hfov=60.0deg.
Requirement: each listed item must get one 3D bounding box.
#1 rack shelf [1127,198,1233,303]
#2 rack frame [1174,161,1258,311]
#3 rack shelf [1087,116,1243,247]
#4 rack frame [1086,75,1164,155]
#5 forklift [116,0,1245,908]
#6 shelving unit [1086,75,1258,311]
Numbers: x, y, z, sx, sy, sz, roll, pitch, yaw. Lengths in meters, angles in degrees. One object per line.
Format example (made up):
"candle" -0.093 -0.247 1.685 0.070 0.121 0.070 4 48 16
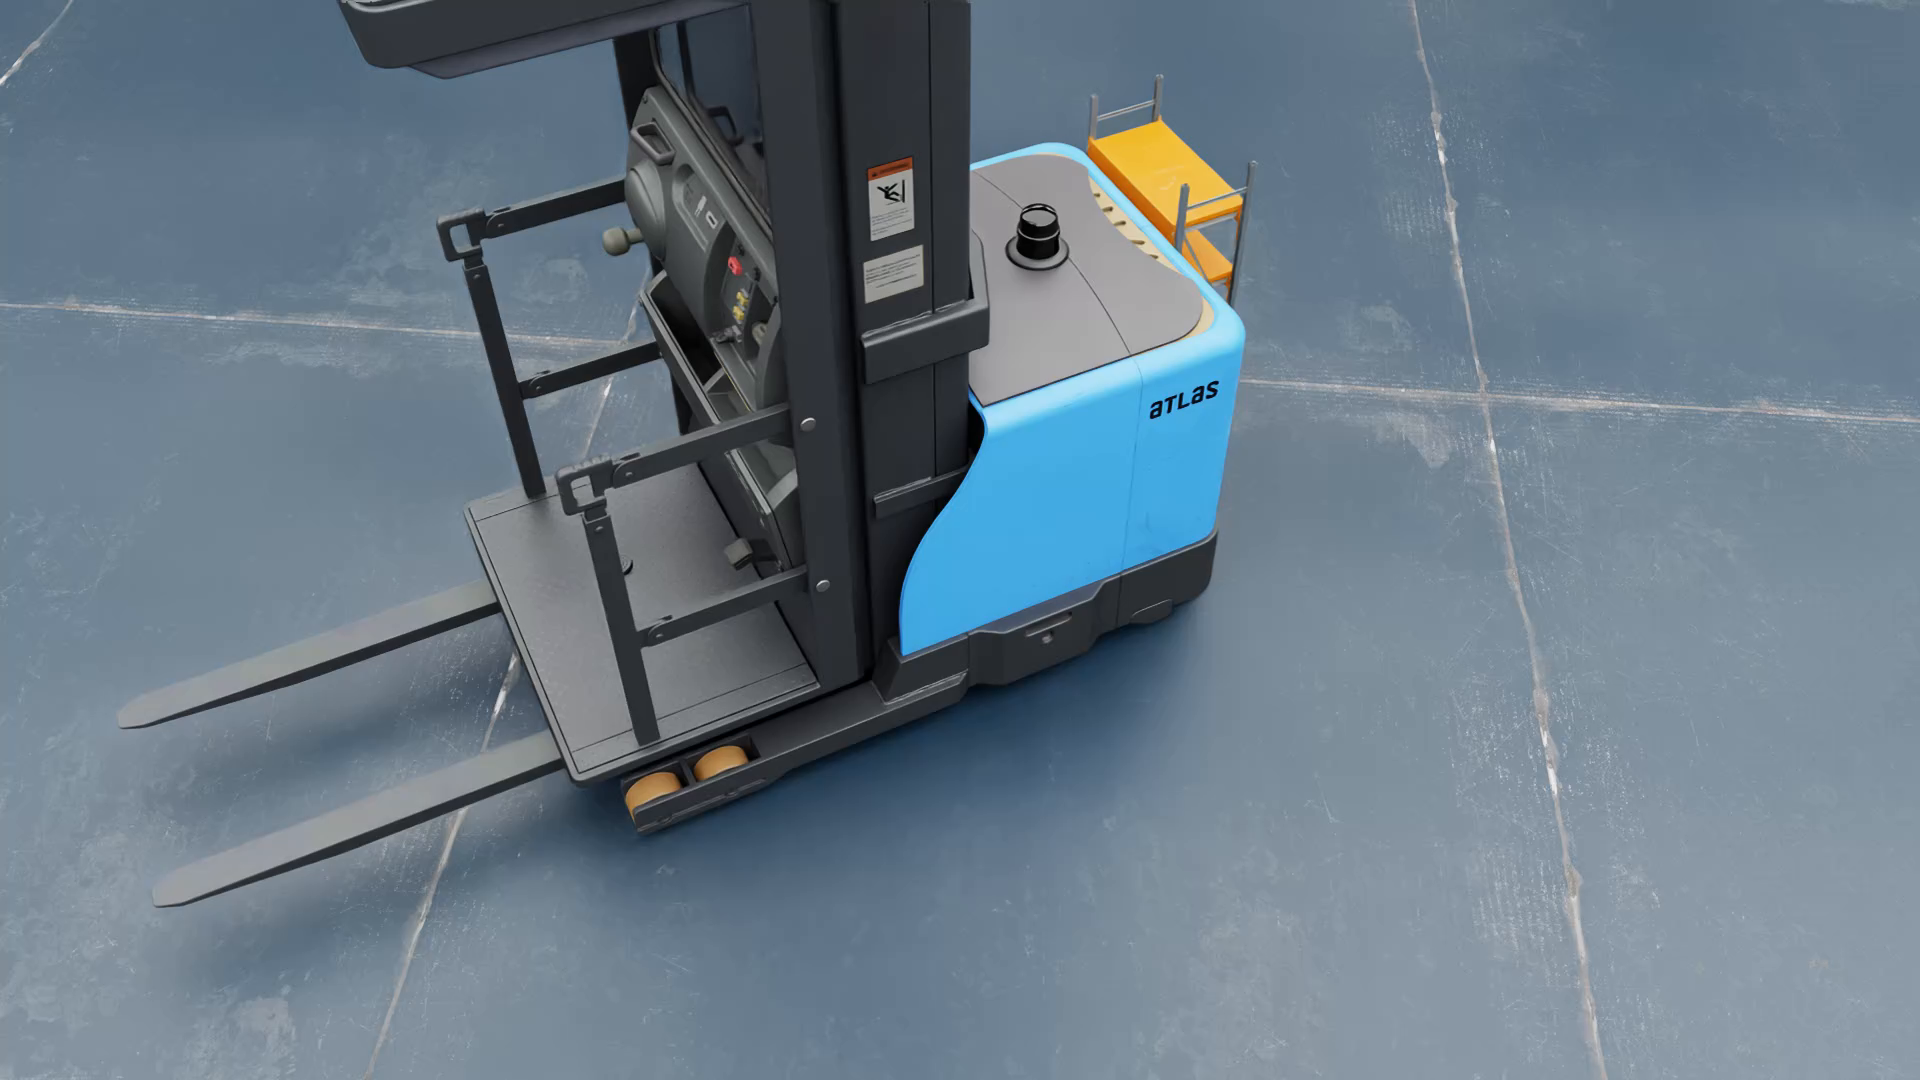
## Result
"rack shelf" 0.597 -0.859 5.011 0.258 0.148 0.480 -21 51 -18
"rack frame" 0.708 -0.594 4.980 0.240 1.200 0.015 -21 51 -18
"rack shelf" 0.597 -1.019 4.836 0.258 0.148 0.480 -21 51 -18
"rack frame" 0.486 -0.914 5.273 0.240 1.200 0.015 -21 51 -18
"forklift" -0.791 -0.649 3.857 3.031 2.935 1.130 -20 51 -18
"shelving unit" 0.597 -0.754 5.126 0.258 1.200 0.503 -21 51 -18
